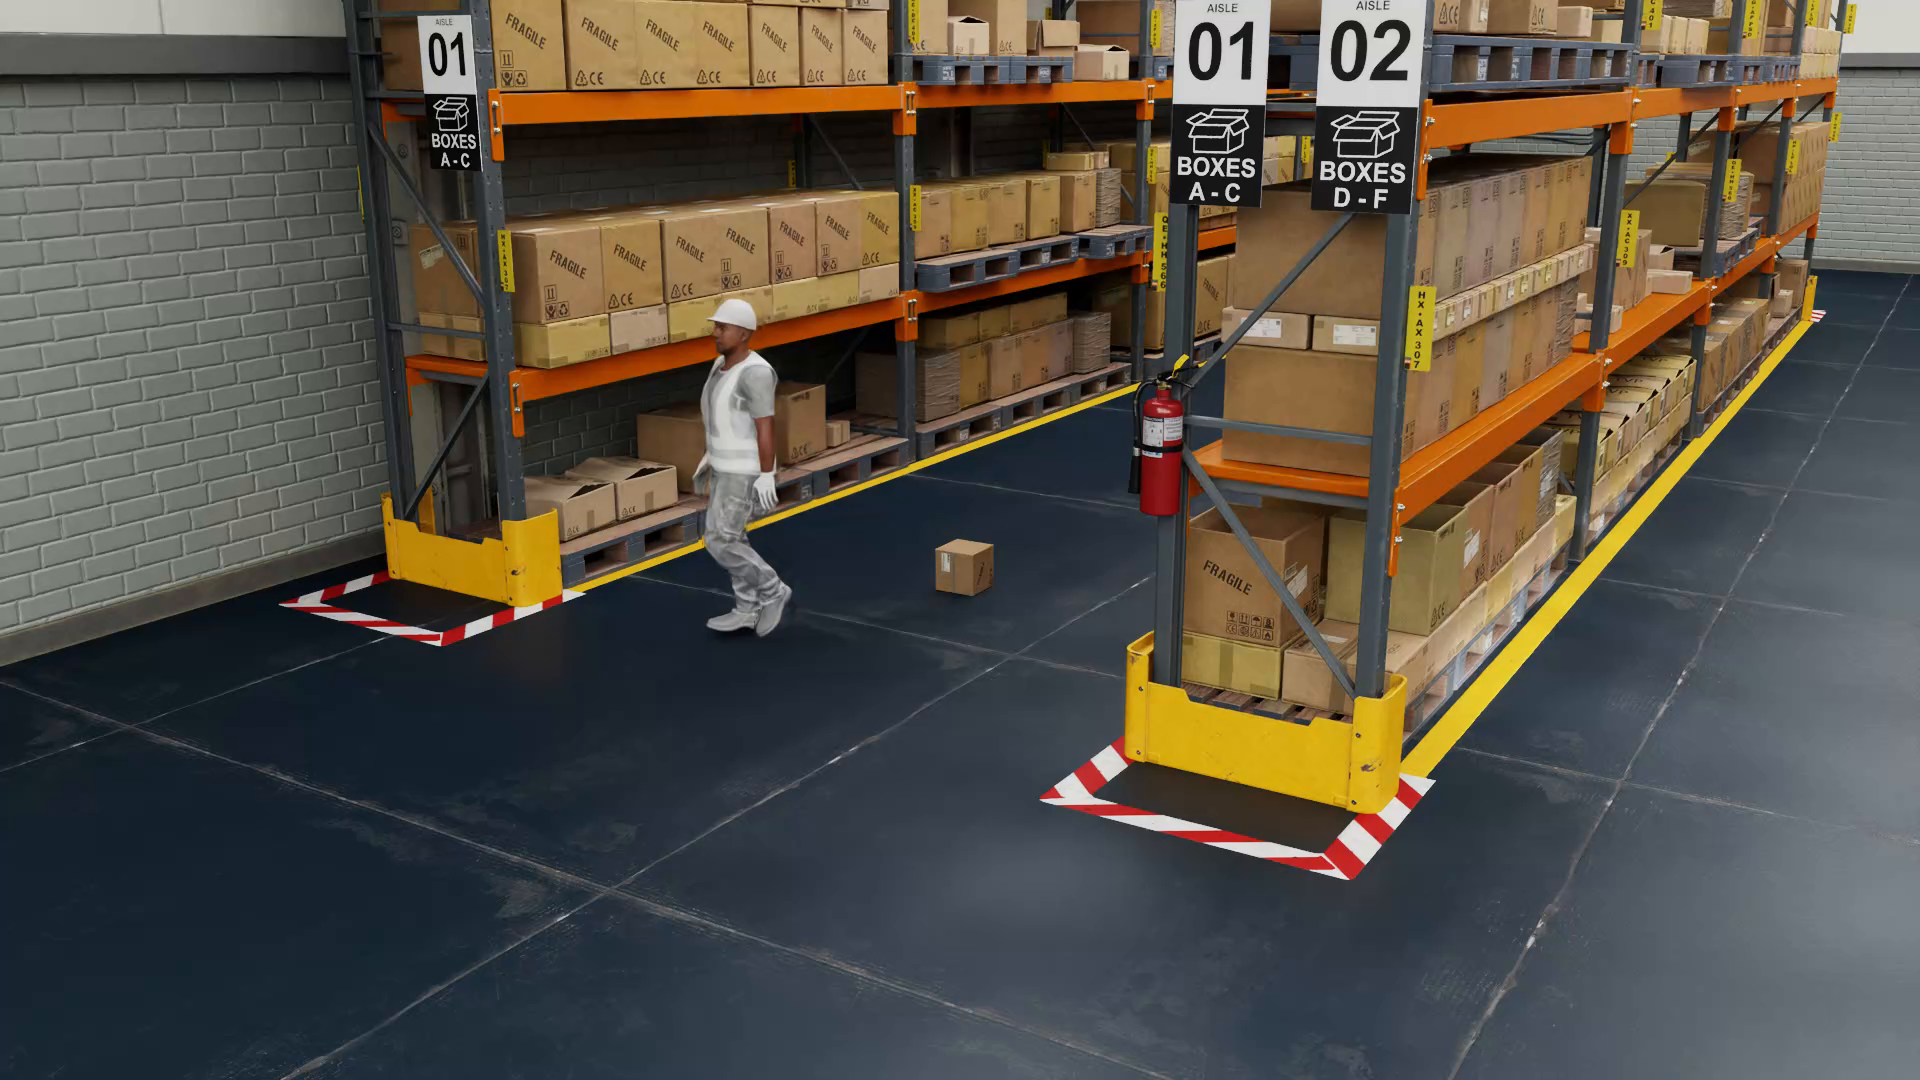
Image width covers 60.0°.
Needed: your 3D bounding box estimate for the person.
[{"bbox_3d":[-1.217,-0.345,8.653,0.441,1.806,0.566,-8,18,-25],"label":"person"}]
